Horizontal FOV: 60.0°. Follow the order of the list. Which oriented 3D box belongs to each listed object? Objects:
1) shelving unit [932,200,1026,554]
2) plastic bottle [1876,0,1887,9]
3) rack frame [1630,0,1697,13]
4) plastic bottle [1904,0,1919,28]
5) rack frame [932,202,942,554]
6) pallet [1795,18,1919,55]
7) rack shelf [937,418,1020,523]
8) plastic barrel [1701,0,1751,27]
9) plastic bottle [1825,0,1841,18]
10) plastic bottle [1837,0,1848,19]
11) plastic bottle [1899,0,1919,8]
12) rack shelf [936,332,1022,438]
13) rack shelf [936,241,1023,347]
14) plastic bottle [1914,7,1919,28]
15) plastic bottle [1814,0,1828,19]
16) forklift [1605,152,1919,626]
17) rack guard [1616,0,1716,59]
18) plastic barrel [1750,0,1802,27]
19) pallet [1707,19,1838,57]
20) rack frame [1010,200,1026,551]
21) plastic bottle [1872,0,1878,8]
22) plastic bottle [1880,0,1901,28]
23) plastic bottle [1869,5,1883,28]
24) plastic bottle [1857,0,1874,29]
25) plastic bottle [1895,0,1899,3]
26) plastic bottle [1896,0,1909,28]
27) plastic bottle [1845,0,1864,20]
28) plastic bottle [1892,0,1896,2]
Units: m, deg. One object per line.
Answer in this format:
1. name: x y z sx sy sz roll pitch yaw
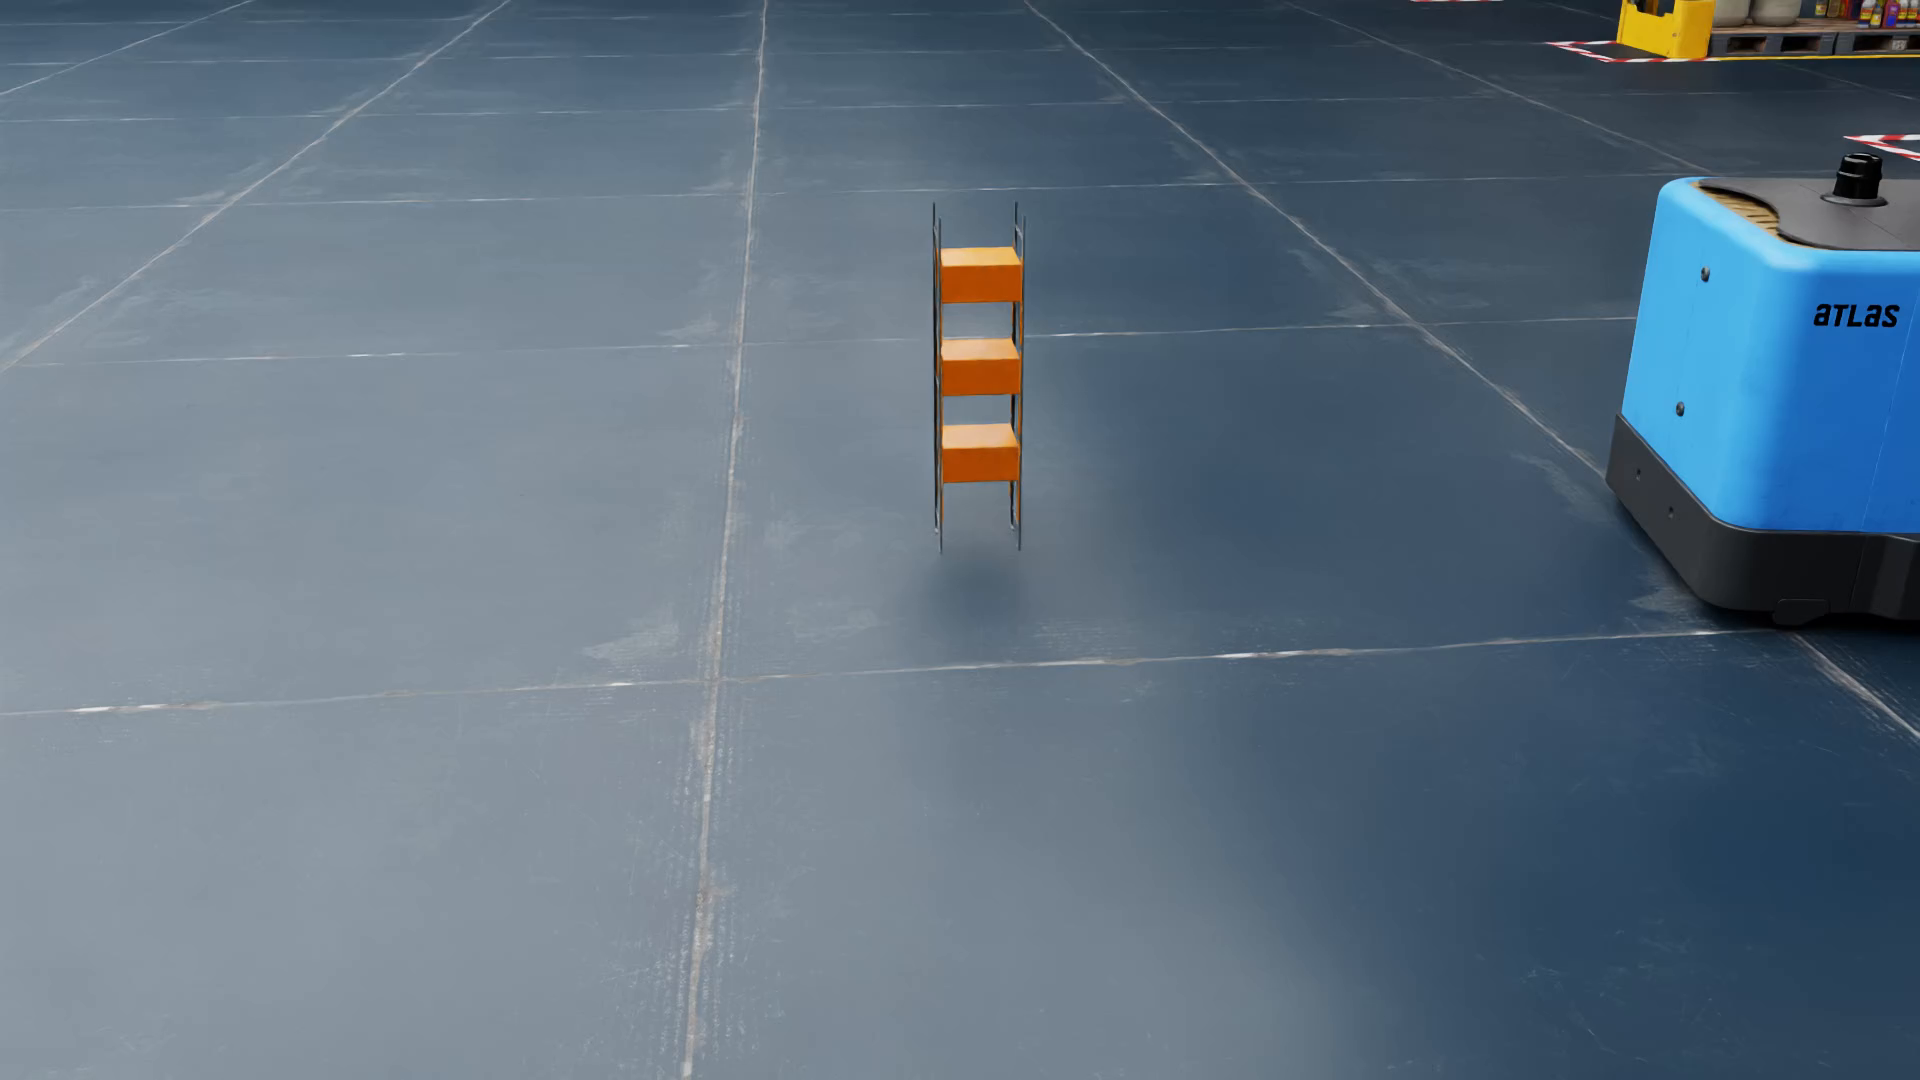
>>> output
1. shelving unit: 0.053 -0.482 5.042 0.252 1.050 0.215 -2 24 -5
2. plastic bottle: 8.831 -5.198 15.972 0.185 0.351 0.144 -1 24 -3
3. rack frame: 6.490 -5.944 14.931 0.127 3.000 1.000 -2 24 -5
4. plastic bottle: 8.766 -4.863 15.315 0.097 0.271 0.097 0 24 0
5. rack frame: -0.068 -0.477 5.031 0.008 1.050 0.200 -2 24 -5
6. pallet: 8.581 -4.770 15.721 1.213 0.211 1.003 -2 24 -5
7. rack shelf: 0.053 -0.218 5.159 0.240 0.259 0.215 -2 24 -5
8. plastic barrel: 7.137 -5.057 15.479 0.421 0.512 0.421 0 24 0
9. plastic bottle: 8.389 -5.167 15.984 0.133 0.283 0.061 -2 24 -4
10. plastic bottle: 8.528 -5.150 15.956 0.135 0.276 0.152 -2 24 -5
11. plastic bottle: 9.055 -5.113 15.871 0.135 0.276 0.152 -2 24 -5
12. rack shelf: 0.053 -0.472 5.046 0.240 0.259 0.215 -2 24 -5
13. rack shelf: 0.053 -0.732 4.931 0.240 0.259 0.215 -2 24 -5
14. plastic bottle: 8.864 -4.835 15.338 0.097 0.201 0.097 0 24 0
15. plastic bottle: 8.275 -5.117 15.973 0.097 0.201 0.097 0 24 0
16. forklift: 3.625 -1.256 4.468 3.031 2.935 1.130 1 24 3
17. rack guard: 6.561 -4.824 15.488 0.348 0.500 1.175 -2 24 -5
18. plastic barrel: 7.636 -5.077 15.524 0.421 0.512 0.421 0 24 0
19. pallet: 7.370 -4.722 15.615 1.213 0.211 1.003 -2 24 -5
20. rack frame: 0.175 -0.487 5.053 0.008 1.050 0.200 -2 24 -5
21. plastic bottle: 8.697 -5.072 15.872 0.097 0.201 0.097 0 24 0
22. plastic bottle: 8.552 -4.852 15.276 0.133 0.283 0.061 -2 24 -4
23. plastic bottle: 8.428 -4.817 15.298 0.097 0.201 0.097 0 24 0
24. plastic bottle: 8.325 -4.845 15.275 0.097 0.271 0.097 0 24 0
25. plastic bottle: 9.016 -5.206 15.988 0.185 0.351 0.144 -2 24 -6
26. plastic bottle: 8.666 -4.859 15.306 0.097 0.271 0.097 0 24 0
27. plastic bottle: 8.539 -5.111 15.858 0.133 0.283 0.061 -2 24 -5
28. plastic bottle: 8.886 -5.083 15.896 0.097 0.201 0.097 0 24 0
